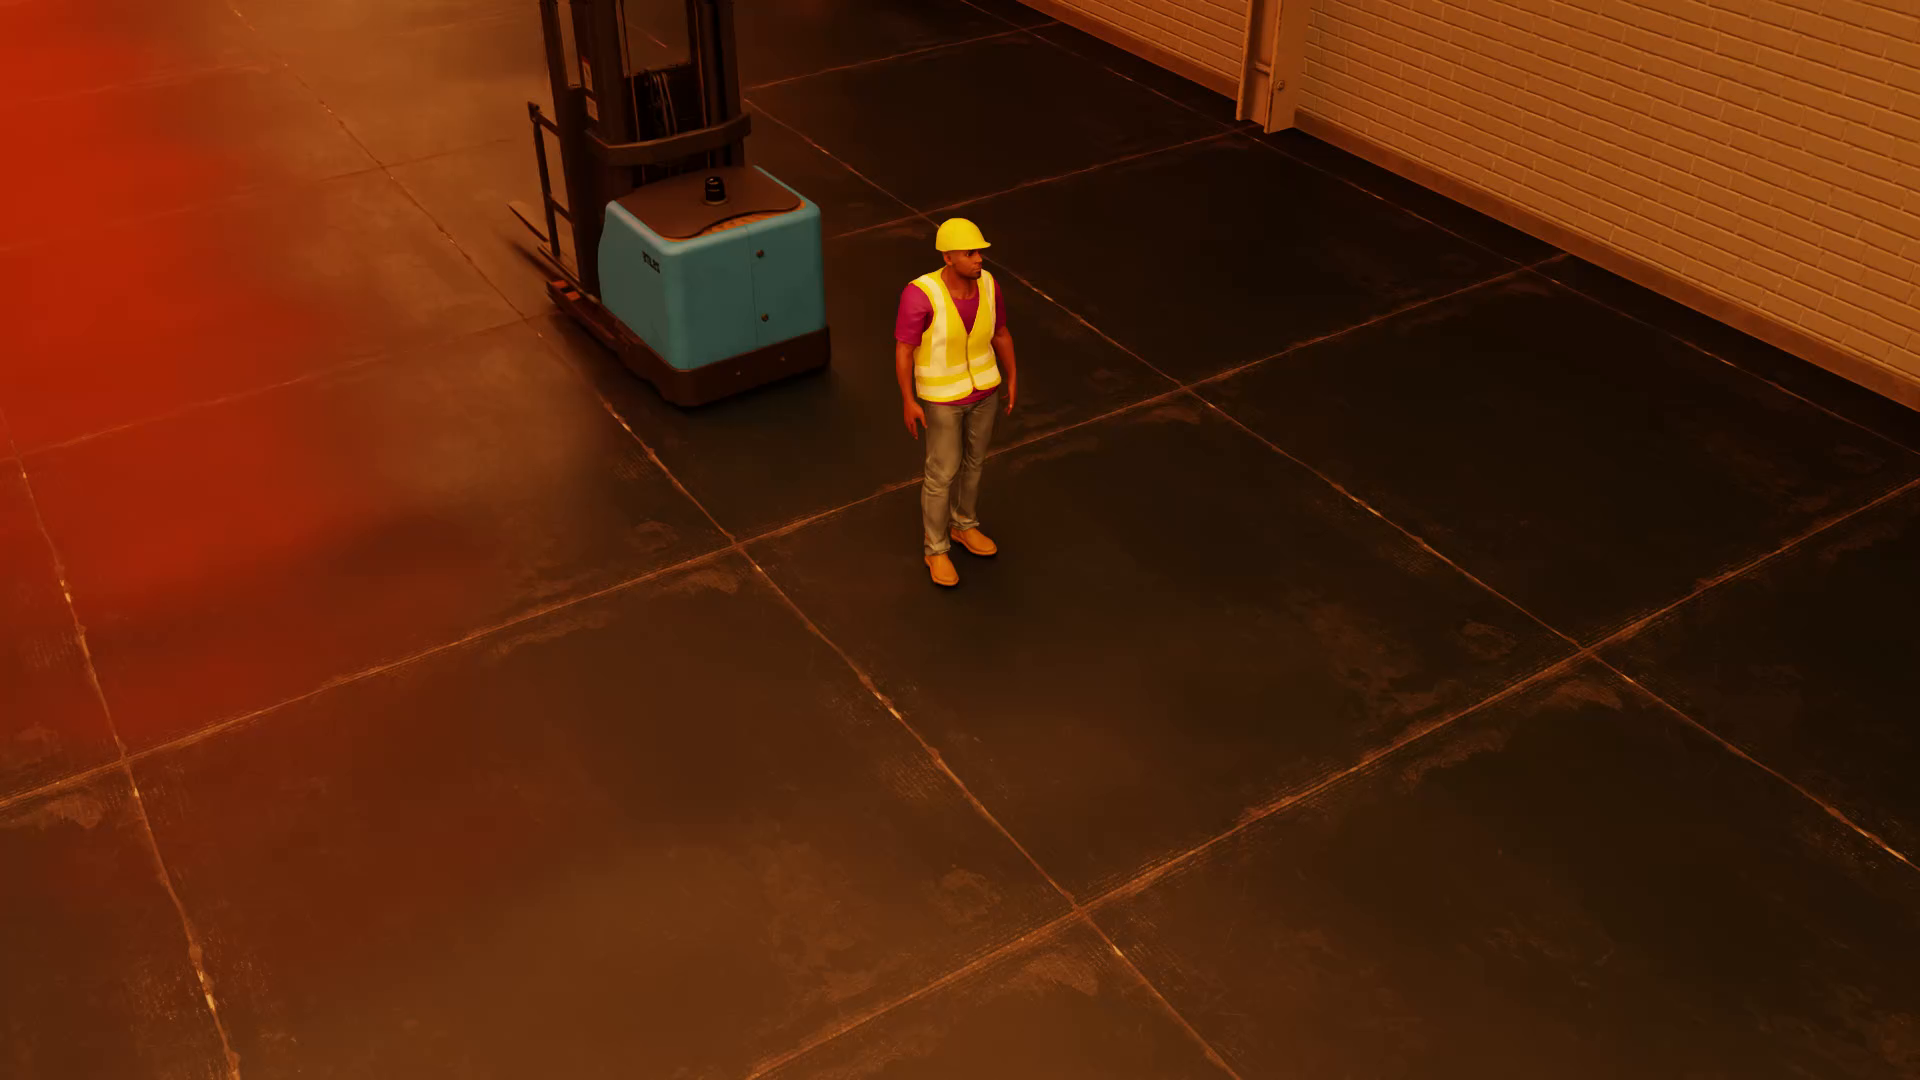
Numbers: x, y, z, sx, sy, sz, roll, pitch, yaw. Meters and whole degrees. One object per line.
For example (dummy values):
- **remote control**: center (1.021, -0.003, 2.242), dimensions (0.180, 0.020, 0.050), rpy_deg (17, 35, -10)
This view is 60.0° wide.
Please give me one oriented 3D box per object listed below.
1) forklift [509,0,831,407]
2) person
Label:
- **forklift**: center (-2.037, -2.778, 10.101), dimensions (1.130, 2.935, 3.031), rpy_deg (-22, 40, -28)
- **person**: center (0.034, -0.693, 8.135), dimensions (0.666, 1.768, 0.575), rpy_deg (-21, 40, -27)
